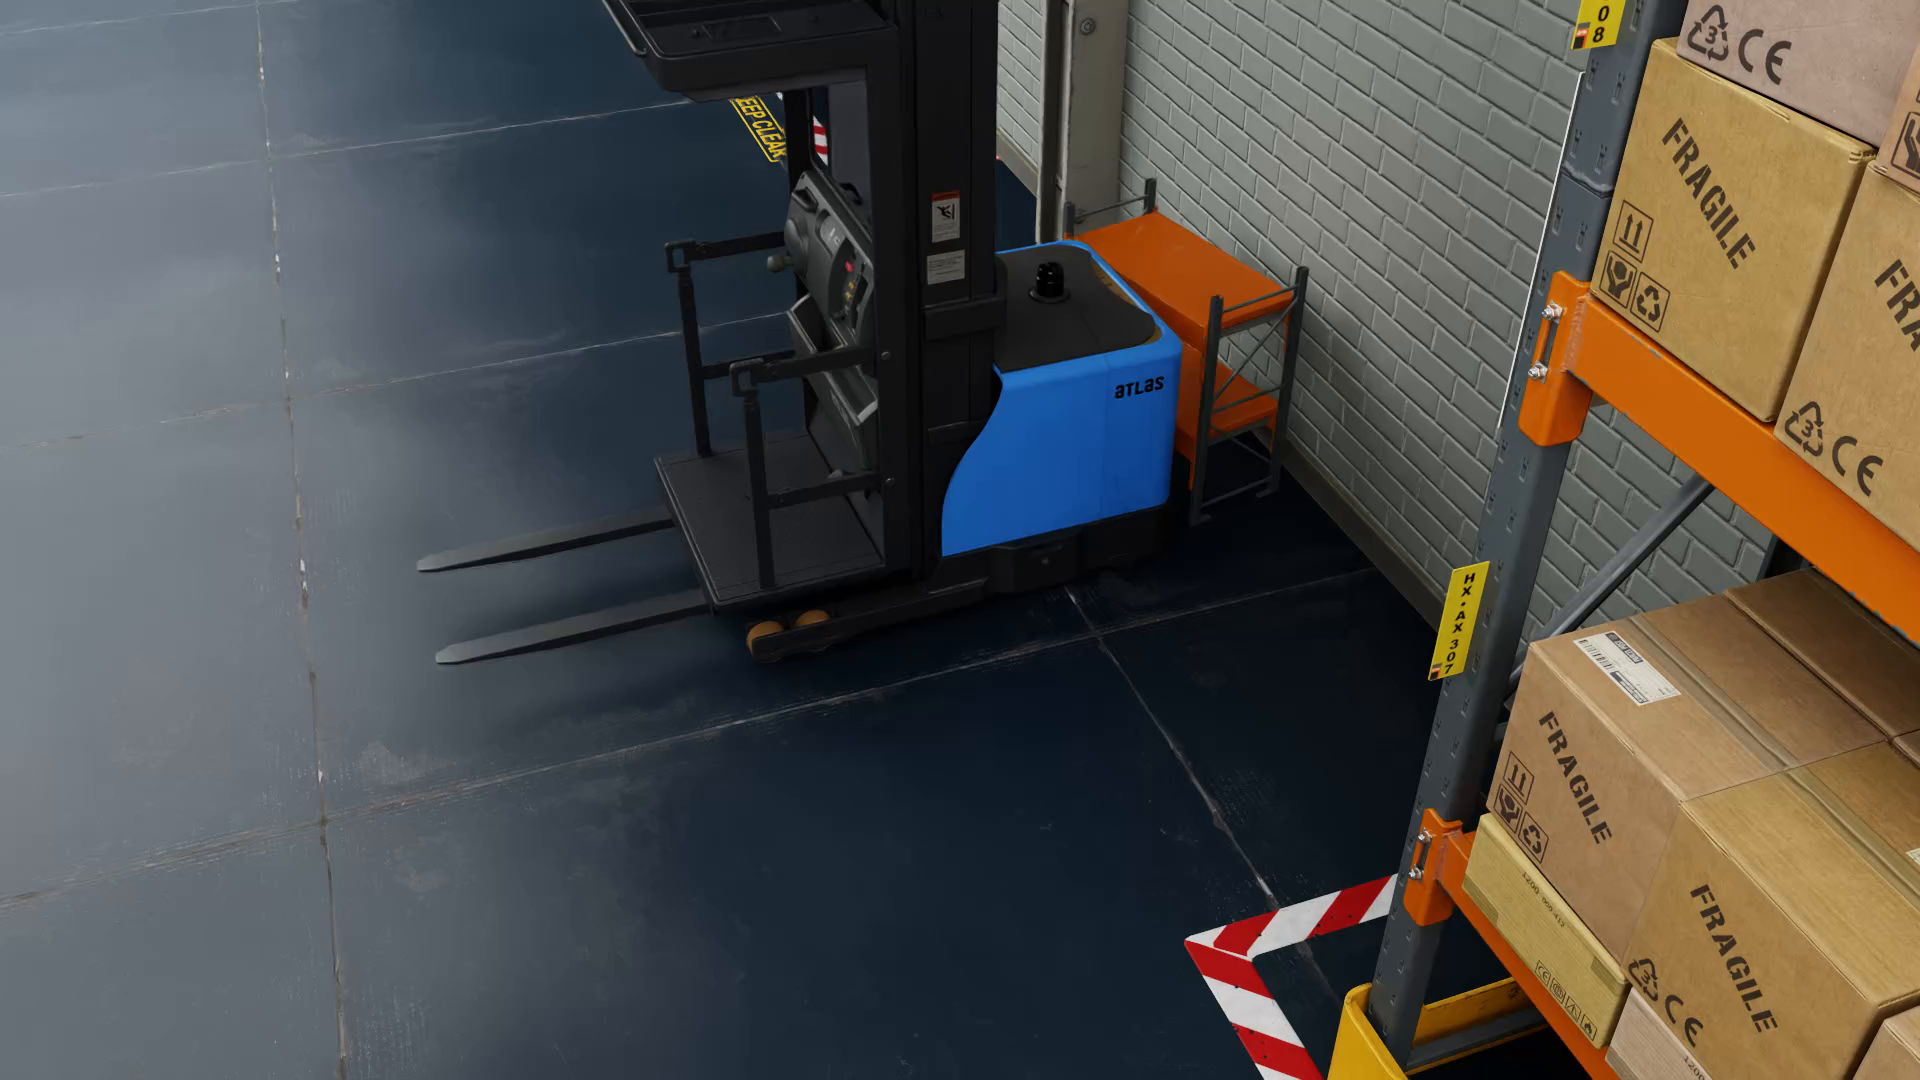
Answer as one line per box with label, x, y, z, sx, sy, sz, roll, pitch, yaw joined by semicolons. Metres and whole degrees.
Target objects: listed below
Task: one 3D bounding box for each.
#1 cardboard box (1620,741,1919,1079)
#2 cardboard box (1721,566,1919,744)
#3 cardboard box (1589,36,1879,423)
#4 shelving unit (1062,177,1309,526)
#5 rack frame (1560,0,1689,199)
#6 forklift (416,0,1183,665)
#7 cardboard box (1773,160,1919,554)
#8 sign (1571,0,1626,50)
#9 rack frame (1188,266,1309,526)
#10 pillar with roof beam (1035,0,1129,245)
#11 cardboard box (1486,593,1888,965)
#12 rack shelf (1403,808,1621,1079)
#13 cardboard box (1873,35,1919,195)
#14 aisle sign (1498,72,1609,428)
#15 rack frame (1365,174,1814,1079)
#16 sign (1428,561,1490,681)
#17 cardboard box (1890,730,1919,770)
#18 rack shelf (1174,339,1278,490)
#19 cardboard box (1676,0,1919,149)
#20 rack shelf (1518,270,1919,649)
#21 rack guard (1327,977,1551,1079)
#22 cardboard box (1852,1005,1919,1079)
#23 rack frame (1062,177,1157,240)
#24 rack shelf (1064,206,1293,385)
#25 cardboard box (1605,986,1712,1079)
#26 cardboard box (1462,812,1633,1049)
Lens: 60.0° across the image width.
cardboard box;1.690;0.786;3.198;0.500;0.500;0.500;-12;39;-16
cardboard box;2.009;0.395;3.717;0.500;0.500;0.500;-13;39;-16
cardboard box;1.528;-0.585;2.941;0.500;0.500;0.500;-11;38;-15
shelving unit;0.950;-0.857;7.452;0.538;1.125;1.048;-21;42;-26
rack frame;1.647;-1.976;2.394;1.000;3.000;0.127;-12;39;-16
forklift;-0.677;-1.042;6.198;3.031;2.935;1.130;-13;39;-17
cardboard box;1.679;-0.274;2.528;0.500;0.500;0.500;-10;38;-13
sign;1.138;-1.015;2.884;0.100;0.325;0.005;-12;39;-16
rack frame;1.225;-0.600;7.111;0.500;1.125;0.032;-21;42;-26
pillar with roof beam;-3.406;-4.258;5.423;9.100;9.000;0.400;-12;39;-16
cardboard box;1.530;0.505;3.572;0.500;0.500;0.500;-12;39;-16
rack shelf;2.336;1.837;2.915;1.077;0.370;4.000;-12;39;-16
cardboard box;1.677;-0.663;2.214;0.500;0.500;0.500;-13;39;-16
aisle sign;1.341;-0.597;3.388;0.394;0.787;0.004;-12;39;-16
rack frame;1.647;0.420;4.199;1.000;3.000;0.127;-12;39;-16
sign;1.138;0.187;3.789;0.100;0.325;0.005;-12;39;-16
cardboard box;2.173;0.681;3.337;0.500;0.500;0.500;-12;39;-15
rack shelf;0.950;-0.661;7.599;0.538;0.278;1.000;-21;42;-26
cardboard box;1.552;-0.957;2.604;0.500;0.500;0.500;-15;40;-19
rack shelf;2.336;0.639;2.013;1.077;0.370;4.000;-12;39;-16
rack guard;1.674;1.462;4.894;1.175;0.500;0.348;-12;39;-16
cardboard box;1.862;1.079;2.809;0.500;0.500;0.500;-14;39;-17
rack frame;0.676;-1.114;7.794;0.500;1.125;0.032;-21;42;-26
rack shelf;0.951;-1.091;7.276;0.538;0.278;1.000;-21;42;-26
cardboard box;1.709;1.104;3.399;0.500;0.250;0.500;-14;39;-17
cardboard box;1.517;0.814;3.785;0.500;0.250;0.500;-14;39;-17
